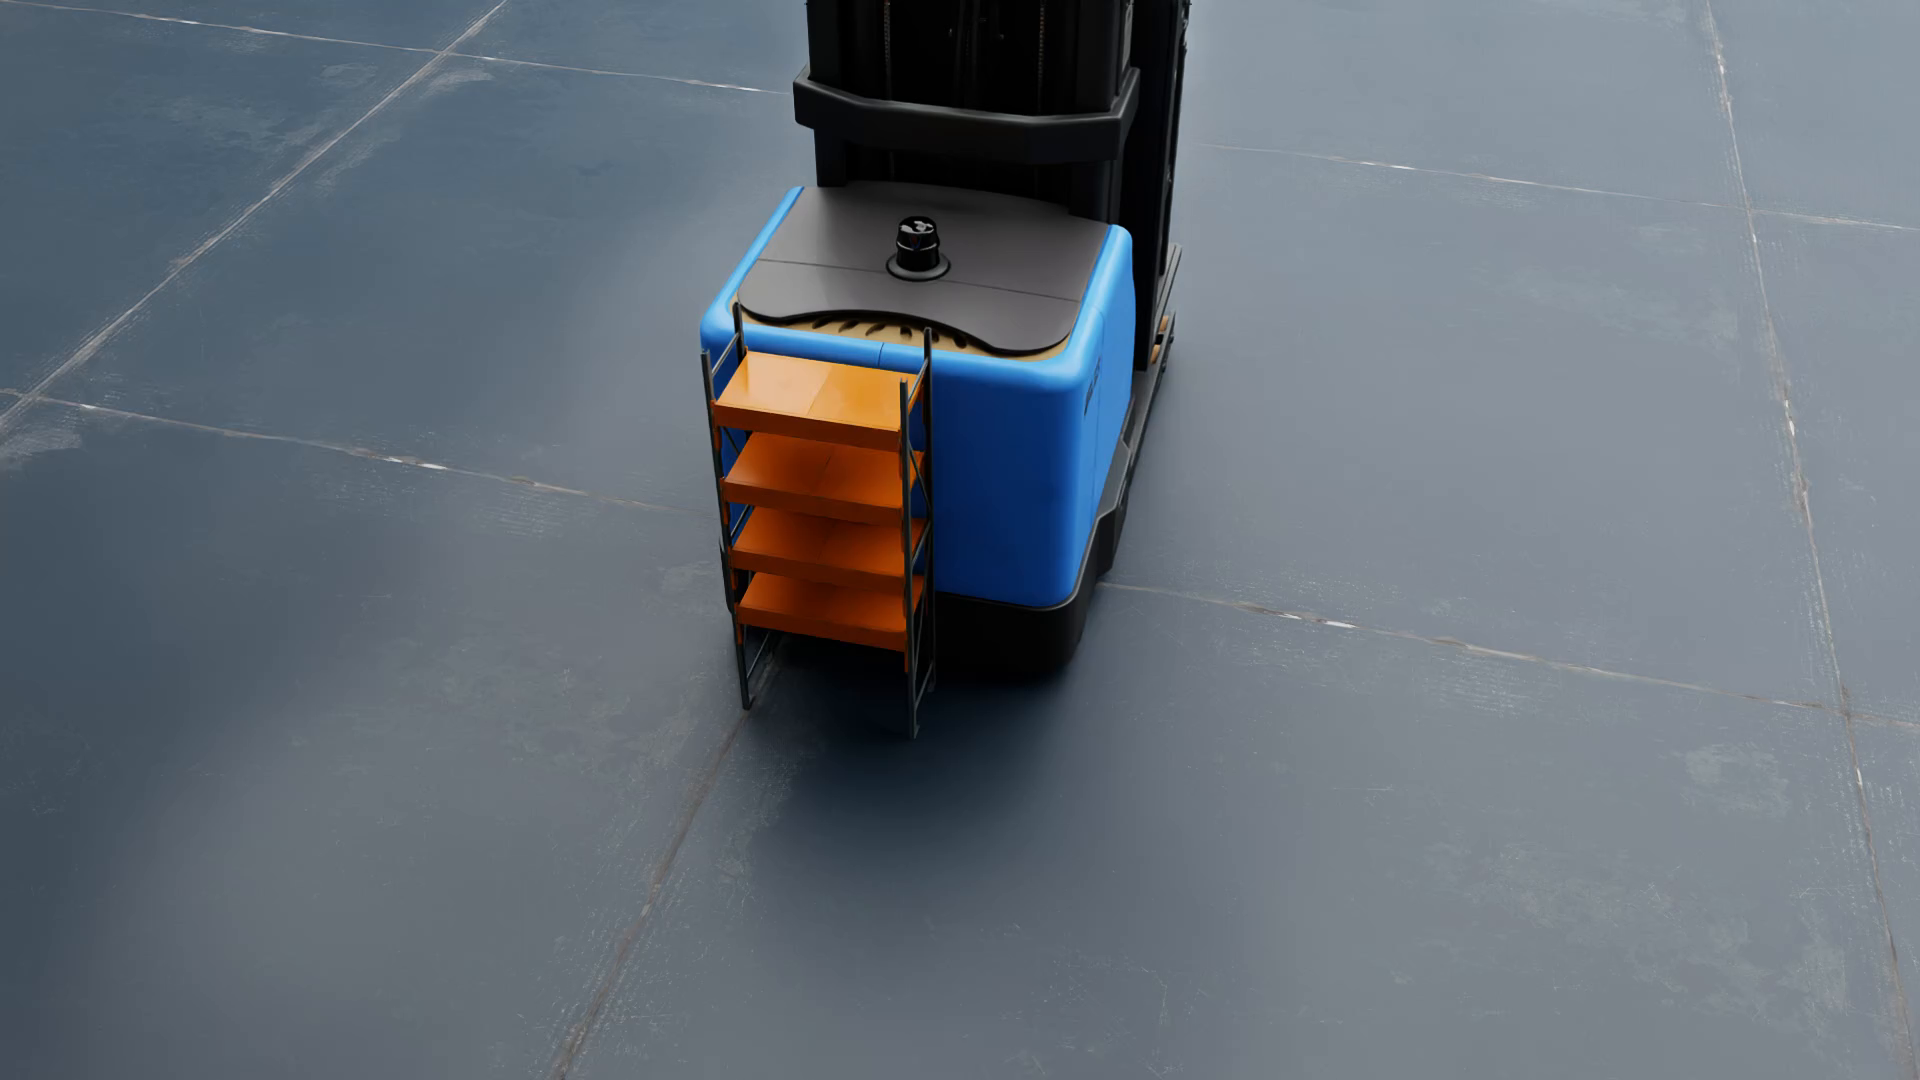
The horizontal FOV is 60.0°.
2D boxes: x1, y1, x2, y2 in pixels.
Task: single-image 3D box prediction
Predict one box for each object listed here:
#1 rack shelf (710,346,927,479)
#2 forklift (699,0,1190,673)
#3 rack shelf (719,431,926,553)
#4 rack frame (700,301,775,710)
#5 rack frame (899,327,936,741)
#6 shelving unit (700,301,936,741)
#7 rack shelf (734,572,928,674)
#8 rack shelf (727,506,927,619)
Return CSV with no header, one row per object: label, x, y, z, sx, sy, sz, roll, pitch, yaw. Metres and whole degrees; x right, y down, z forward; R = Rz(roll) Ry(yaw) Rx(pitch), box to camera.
rack shelf,-0.341,-0.318,4.106,0.480,0.148,0.258,9,41,11
forklift,0.159,-1.702,5.019,1.130,2.935,3.031,9,41,11
rack shelf,-0.341,-0.137,4.258,0.480,0.148,0.258,9,41,11
rack frame,-0.578,-0.055,4.404,0.015,1.200,0.240,9,41,11
rack frame,-0.104,0.021,4.314,0.015,1.200,0.240,9,41,11
shelving unit,-0.341,-0.017,4.359,0.503,1.200,0.258,9,41,11
rack shelf,-0.341,0.186,4.530,0.480,0.148,0.258,9,41,11
rack shelf,-0.341,0.034,4.402,0.480,0.148,0.258,9,41,11
